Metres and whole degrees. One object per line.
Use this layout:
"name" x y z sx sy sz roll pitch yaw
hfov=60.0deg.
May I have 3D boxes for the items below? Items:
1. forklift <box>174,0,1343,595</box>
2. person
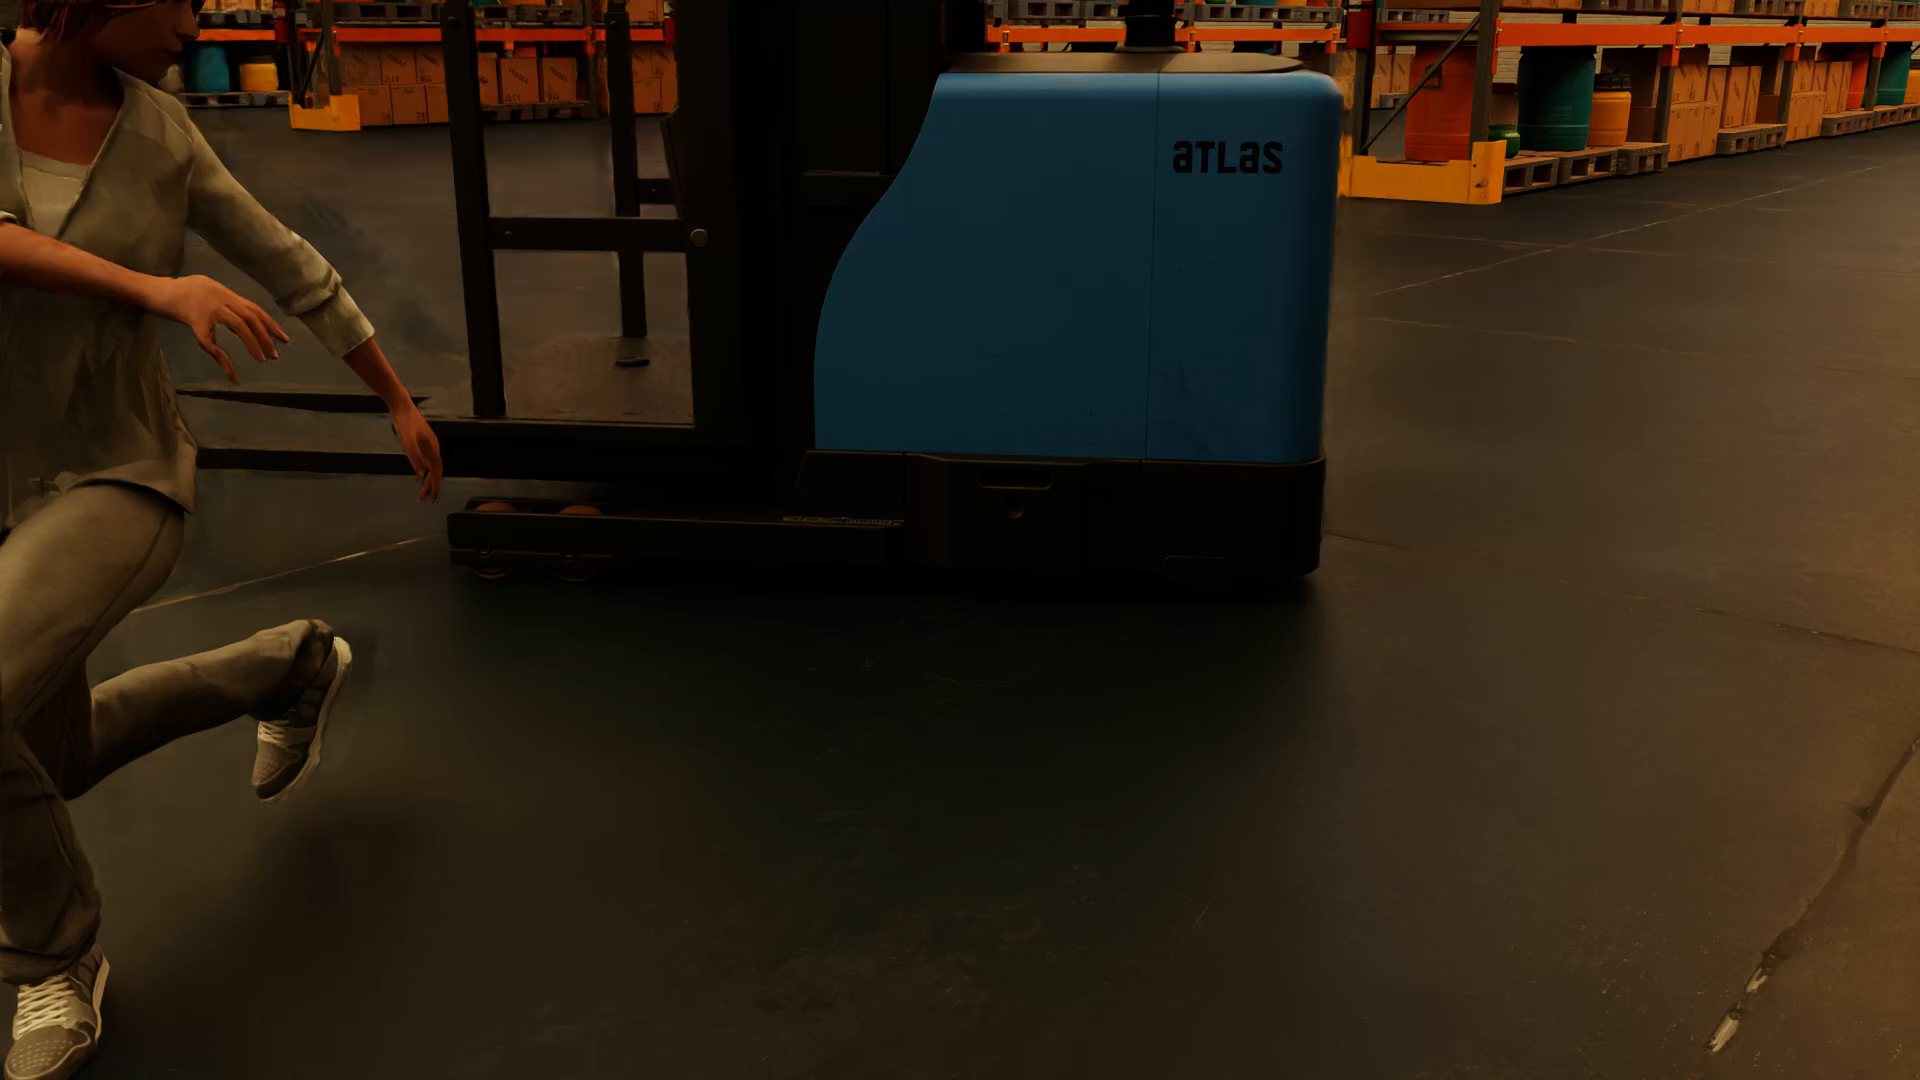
"forklift" -0.686 -1.460 3.705 3.031 2.935 1.130 2 17 7
"person" -0.994 -0.104 2.059 0.576 1.359 0.849 -1 17 -4
